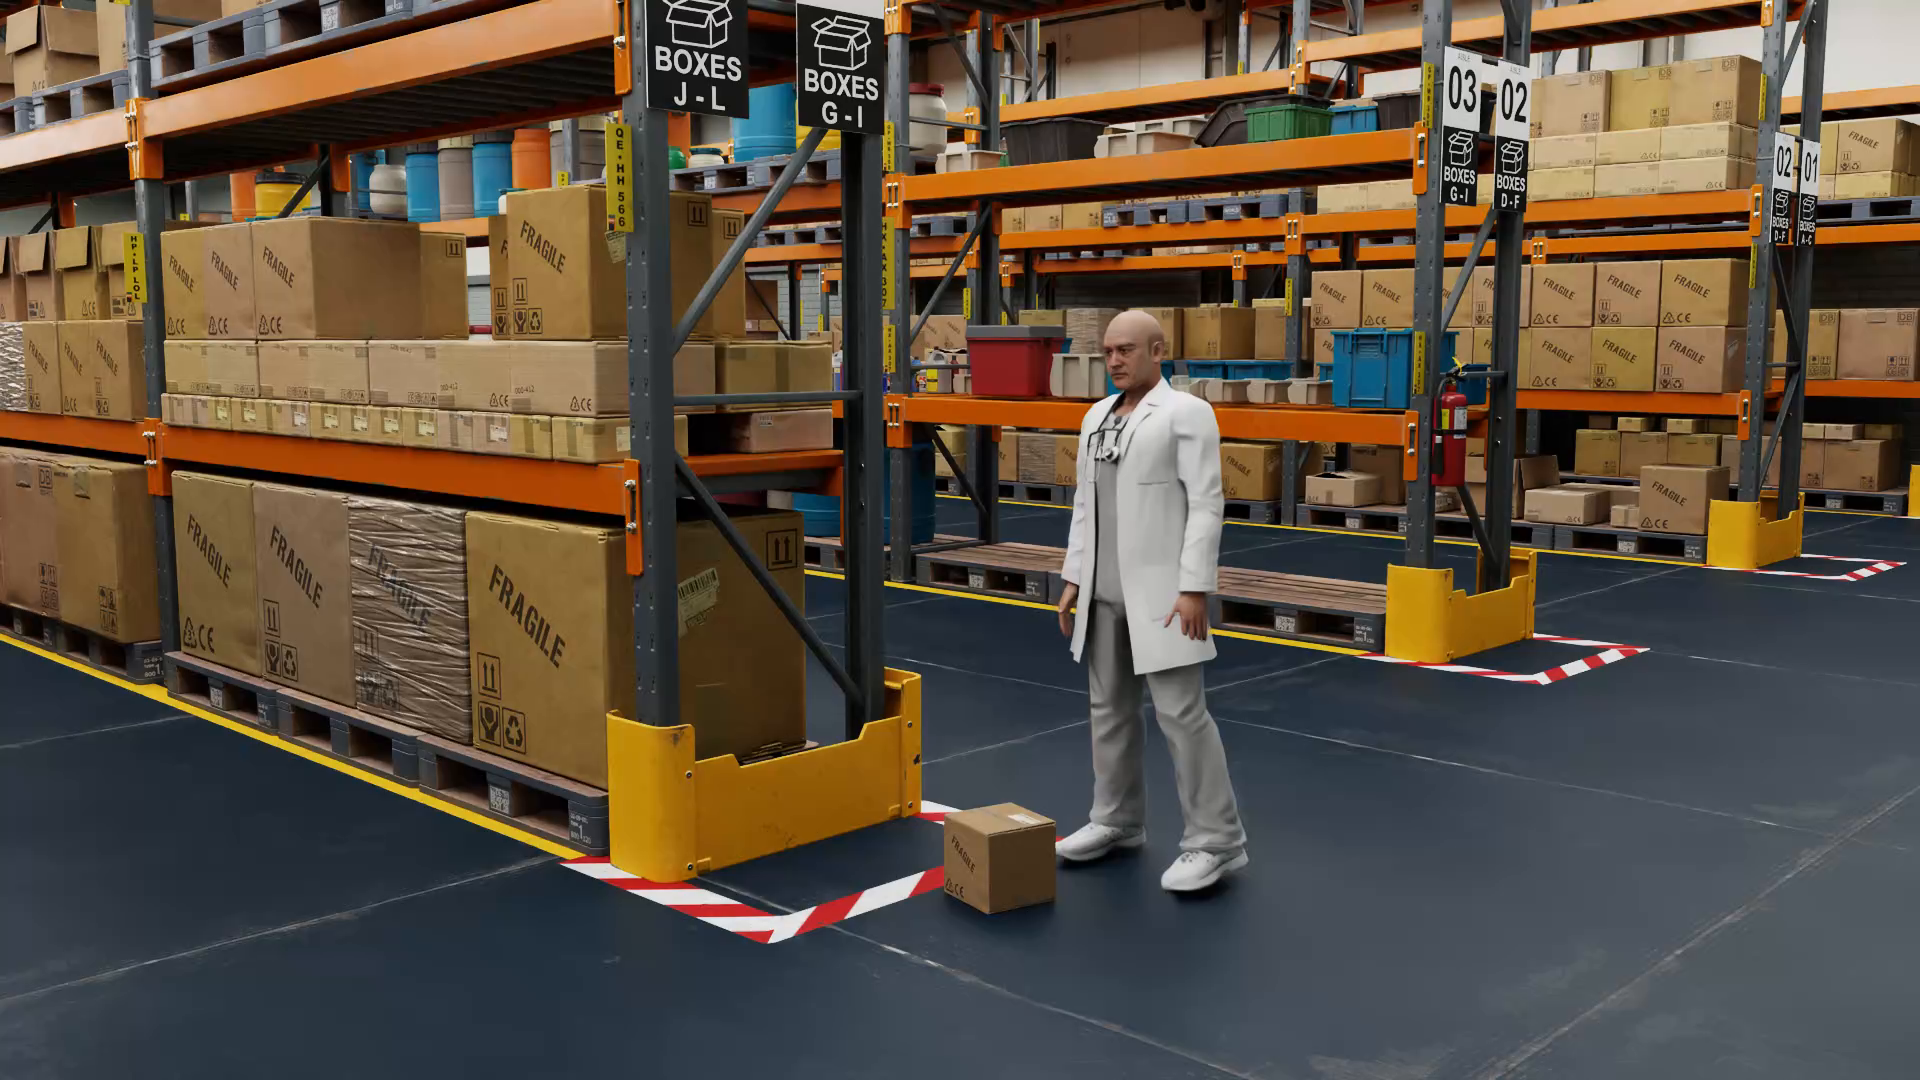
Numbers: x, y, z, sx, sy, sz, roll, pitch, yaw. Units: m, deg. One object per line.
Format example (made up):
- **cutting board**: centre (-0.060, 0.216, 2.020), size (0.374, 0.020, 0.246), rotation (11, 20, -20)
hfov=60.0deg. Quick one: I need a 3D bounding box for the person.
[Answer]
- **person**: centre (0.588, 0.168, 5.284), size (0.416, 1.779, 0.667), rotation (-5, 9, -37)
